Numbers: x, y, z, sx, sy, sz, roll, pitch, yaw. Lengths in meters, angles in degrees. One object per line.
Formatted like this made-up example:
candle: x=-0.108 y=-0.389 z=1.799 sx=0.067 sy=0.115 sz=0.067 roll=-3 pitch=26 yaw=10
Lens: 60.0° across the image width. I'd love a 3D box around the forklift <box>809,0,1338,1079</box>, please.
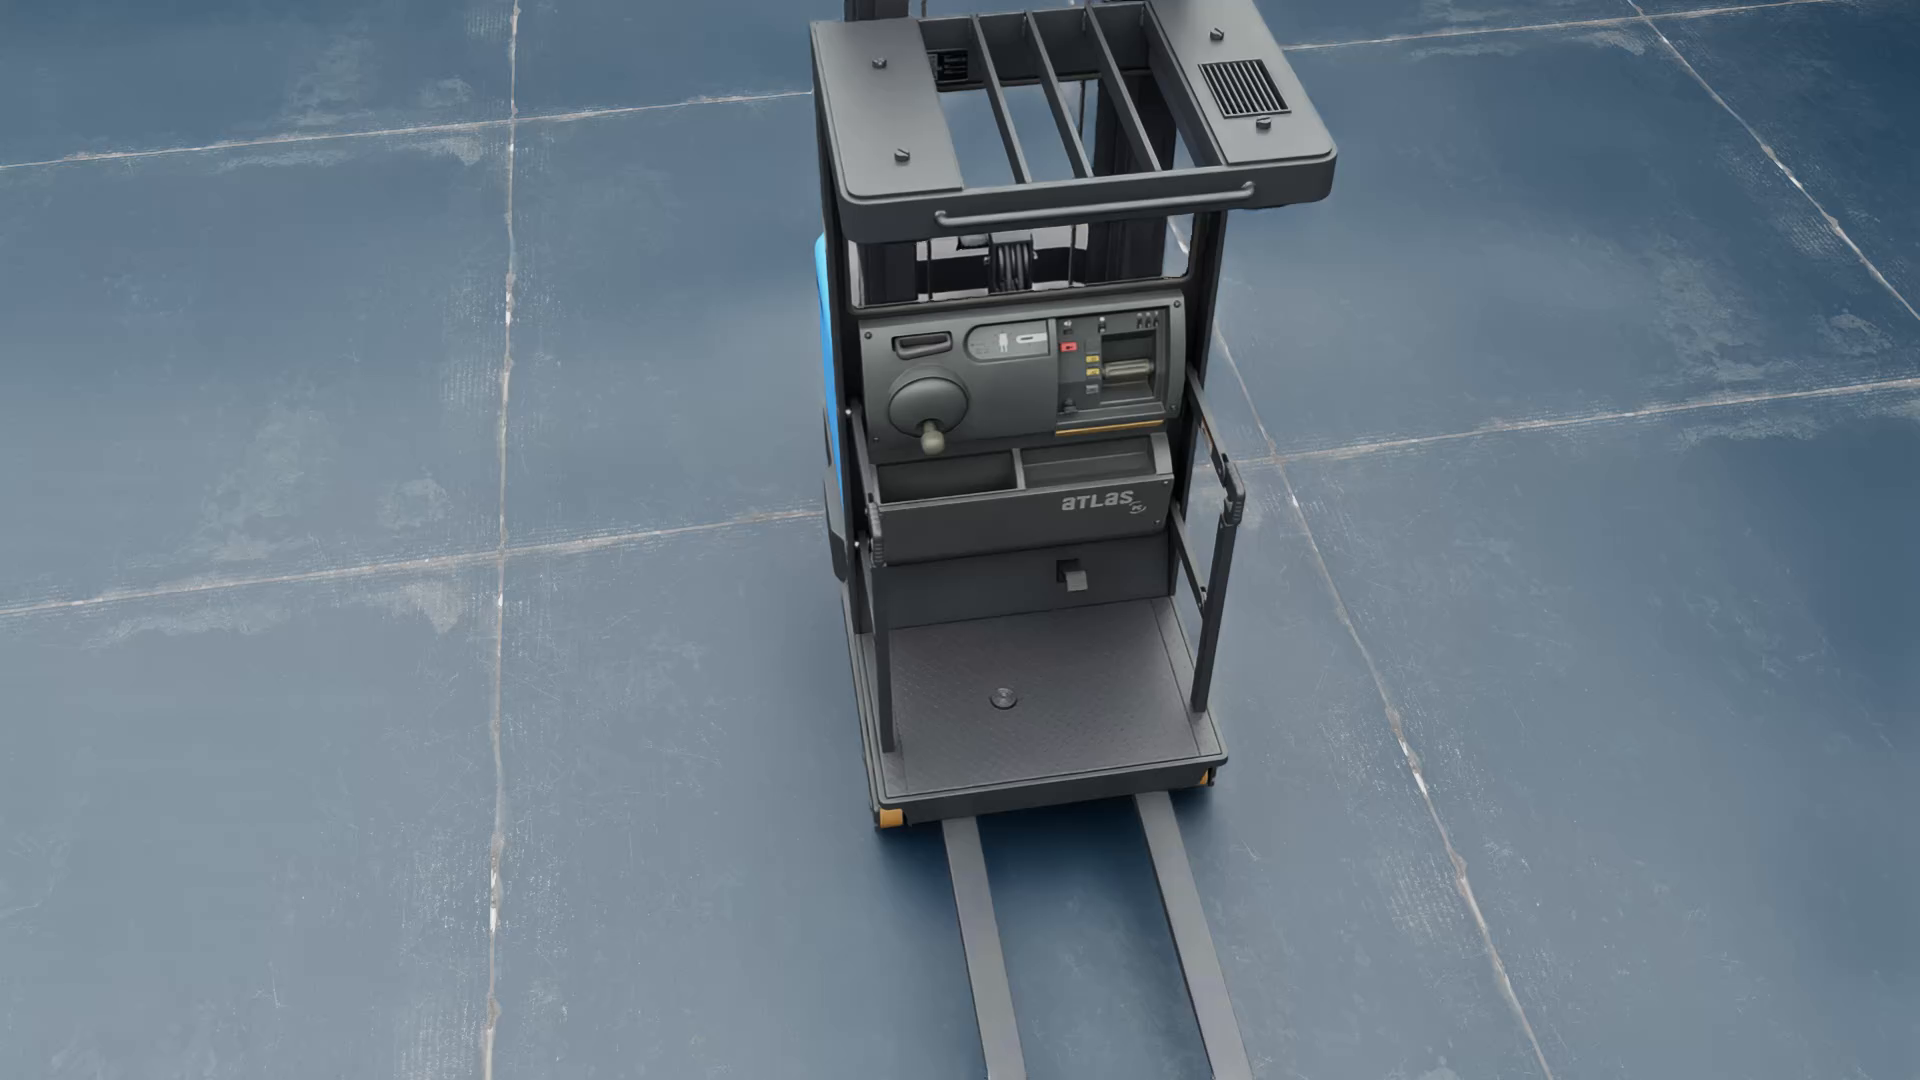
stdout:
forklift: x=0.220 y=-0.377 z=4.578 sx=1.130 sy=2.935 sz=3.031 roll=-7 pitch=46 yaw=-6
